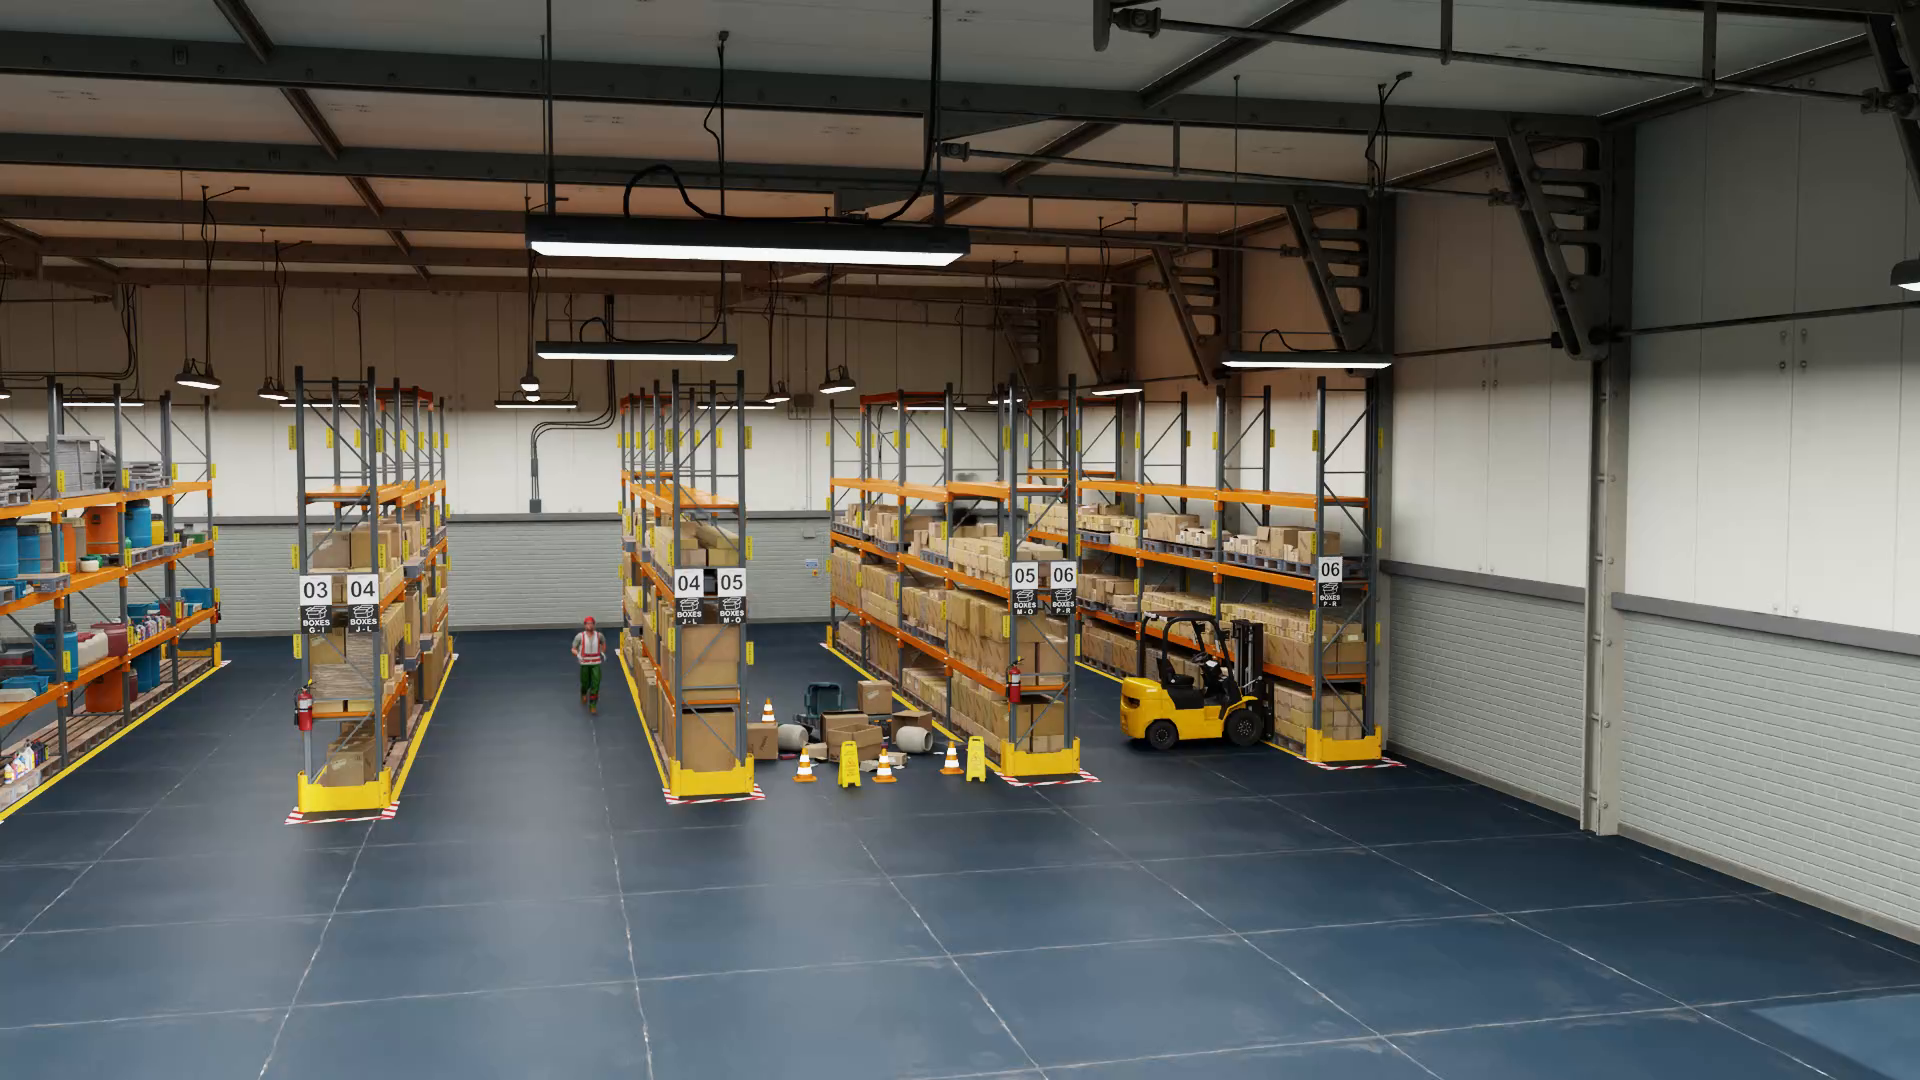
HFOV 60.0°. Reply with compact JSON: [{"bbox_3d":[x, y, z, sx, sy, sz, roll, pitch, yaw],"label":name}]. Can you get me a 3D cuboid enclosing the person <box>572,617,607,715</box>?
[{"bbox_3d":[-6.807,2.290,30.630,0.655,1.769,0.888,-1,4,-22],"label":"person"}]
